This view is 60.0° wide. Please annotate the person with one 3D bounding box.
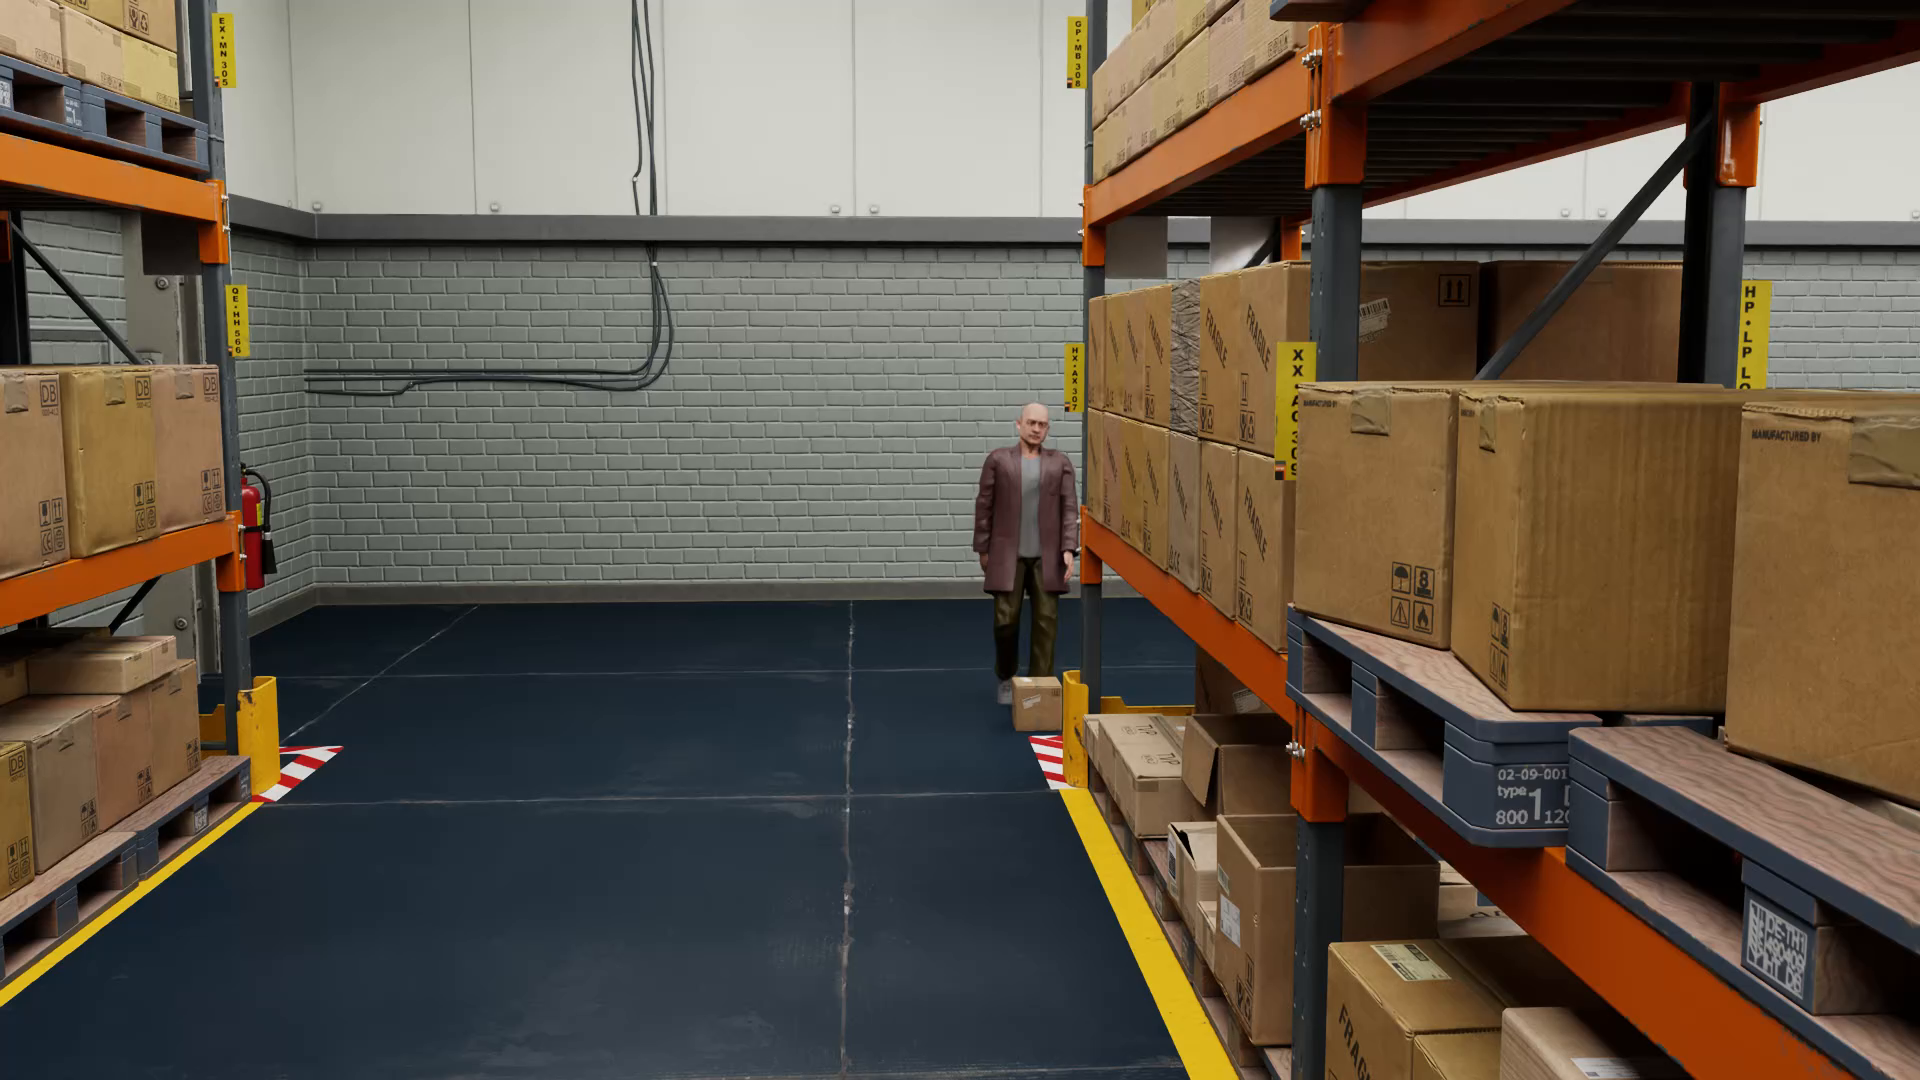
[{"bbox_3d":[0.388,0.121,9.530,0.606,1.793,0.708,0,7,-3],"label":"person"}]
